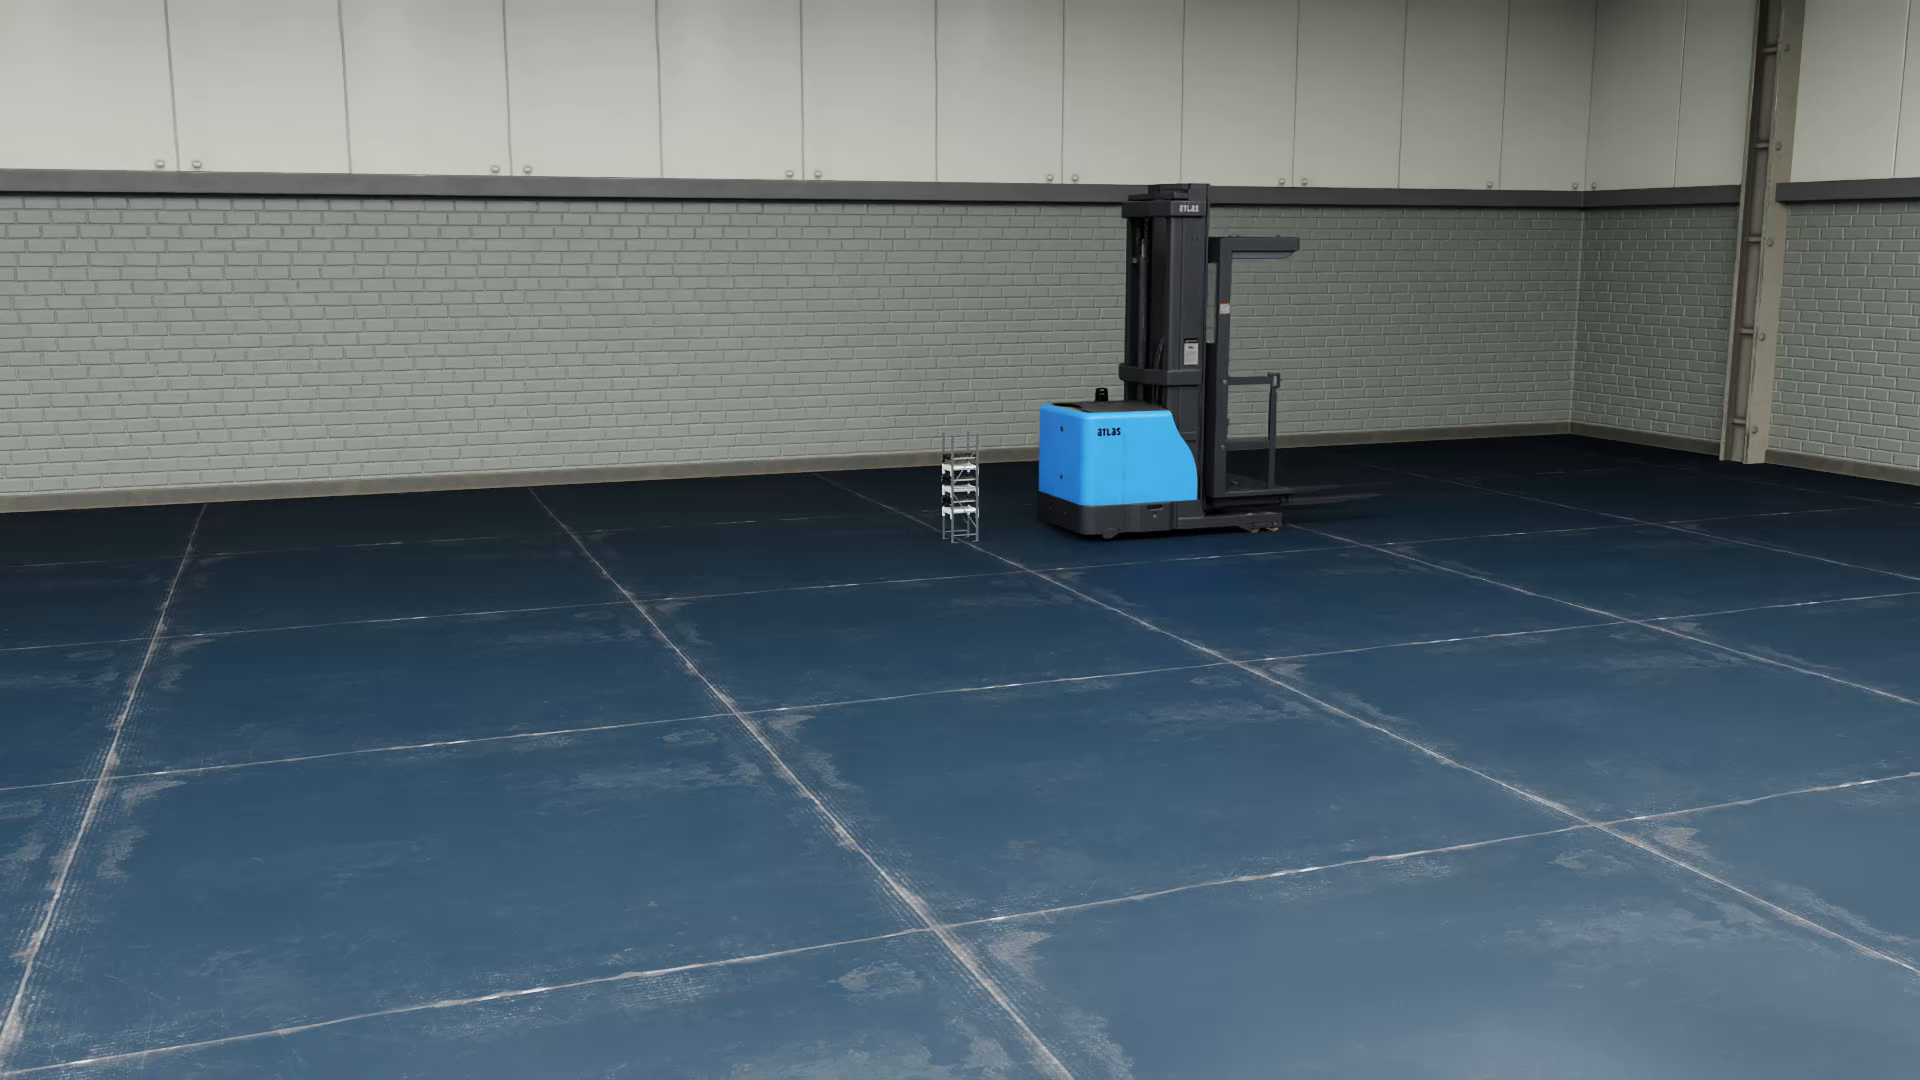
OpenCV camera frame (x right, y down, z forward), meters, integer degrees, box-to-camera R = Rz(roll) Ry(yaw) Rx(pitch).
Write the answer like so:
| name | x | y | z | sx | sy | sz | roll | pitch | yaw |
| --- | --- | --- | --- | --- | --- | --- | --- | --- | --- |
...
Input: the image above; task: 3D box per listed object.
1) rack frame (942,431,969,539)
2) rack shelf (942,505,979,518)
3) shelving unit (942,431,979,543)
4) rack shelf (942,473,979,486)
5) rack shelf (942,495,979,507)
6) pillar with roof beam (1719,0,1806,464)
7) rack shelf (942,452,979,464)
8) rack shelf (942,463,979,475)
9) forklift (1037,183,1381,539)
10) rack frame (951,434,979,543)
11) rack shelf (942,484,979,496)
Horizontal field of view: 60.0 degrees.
| name | x | y | z | sx | sy | sz | roll | pitch | yaw |
| --- | --- | --- | --- | --- | --- | --- | --- | --- | --- |
| rack frame | -0.034 | -0.458 | 13.927 | 0.240 | 0.900 | 0.006 | -4 | 11 | -21 |
| rack shelf | 0.003 | -0.232 | 13.871 | 0.258 | 0.077 | 0.200 | -4 | 11 | -21 |
| shelving unit | 0.003 | -0.442 | 13.834 | 0.258 | 0.900 | 0.210 | -4 | 11 | -21 |
| rack shelf | 0.003 | -0.498 | 13.824 | 0.258 | 0.077 | 0.200 | -4 | 11 | -21 |
| rack shelf | 0.003 | -0.320 | 13.855 | 0.258 | 0.077 | 0.200 | -4 | 11 | -21 |
| pillar with roof beam | 4.919 | -5.057 | 16.656 | 9.100 | 9.000 | 0.400 | -4 | 11 | -21 |
| rack shelf | 0.003 | -0.675 | 13.792 | 0.258 | 0.077 | 0.200 | -4 | 11 | -21 |
| rack shelf | 0.003 | -0.586 | 13.808 | 0.258 | 0.077 | 0.200 | -4 | 11 | -21 |
| forklift | 2.249 | -1.589 | 14.481 | 3.031 | 2.935 | 1.130 | -4 | 11 | -20 |
| rack frame | 0.040 | -0.425 | 13.741 | 0.240 | 0.900 | 0.006 | -4 | 11 | -21 |
| rack shelf | 0.003 | -0.409 | 13.840 | 0.258 | 0.077 | 0.200 | -4 | 11 | -21 |
